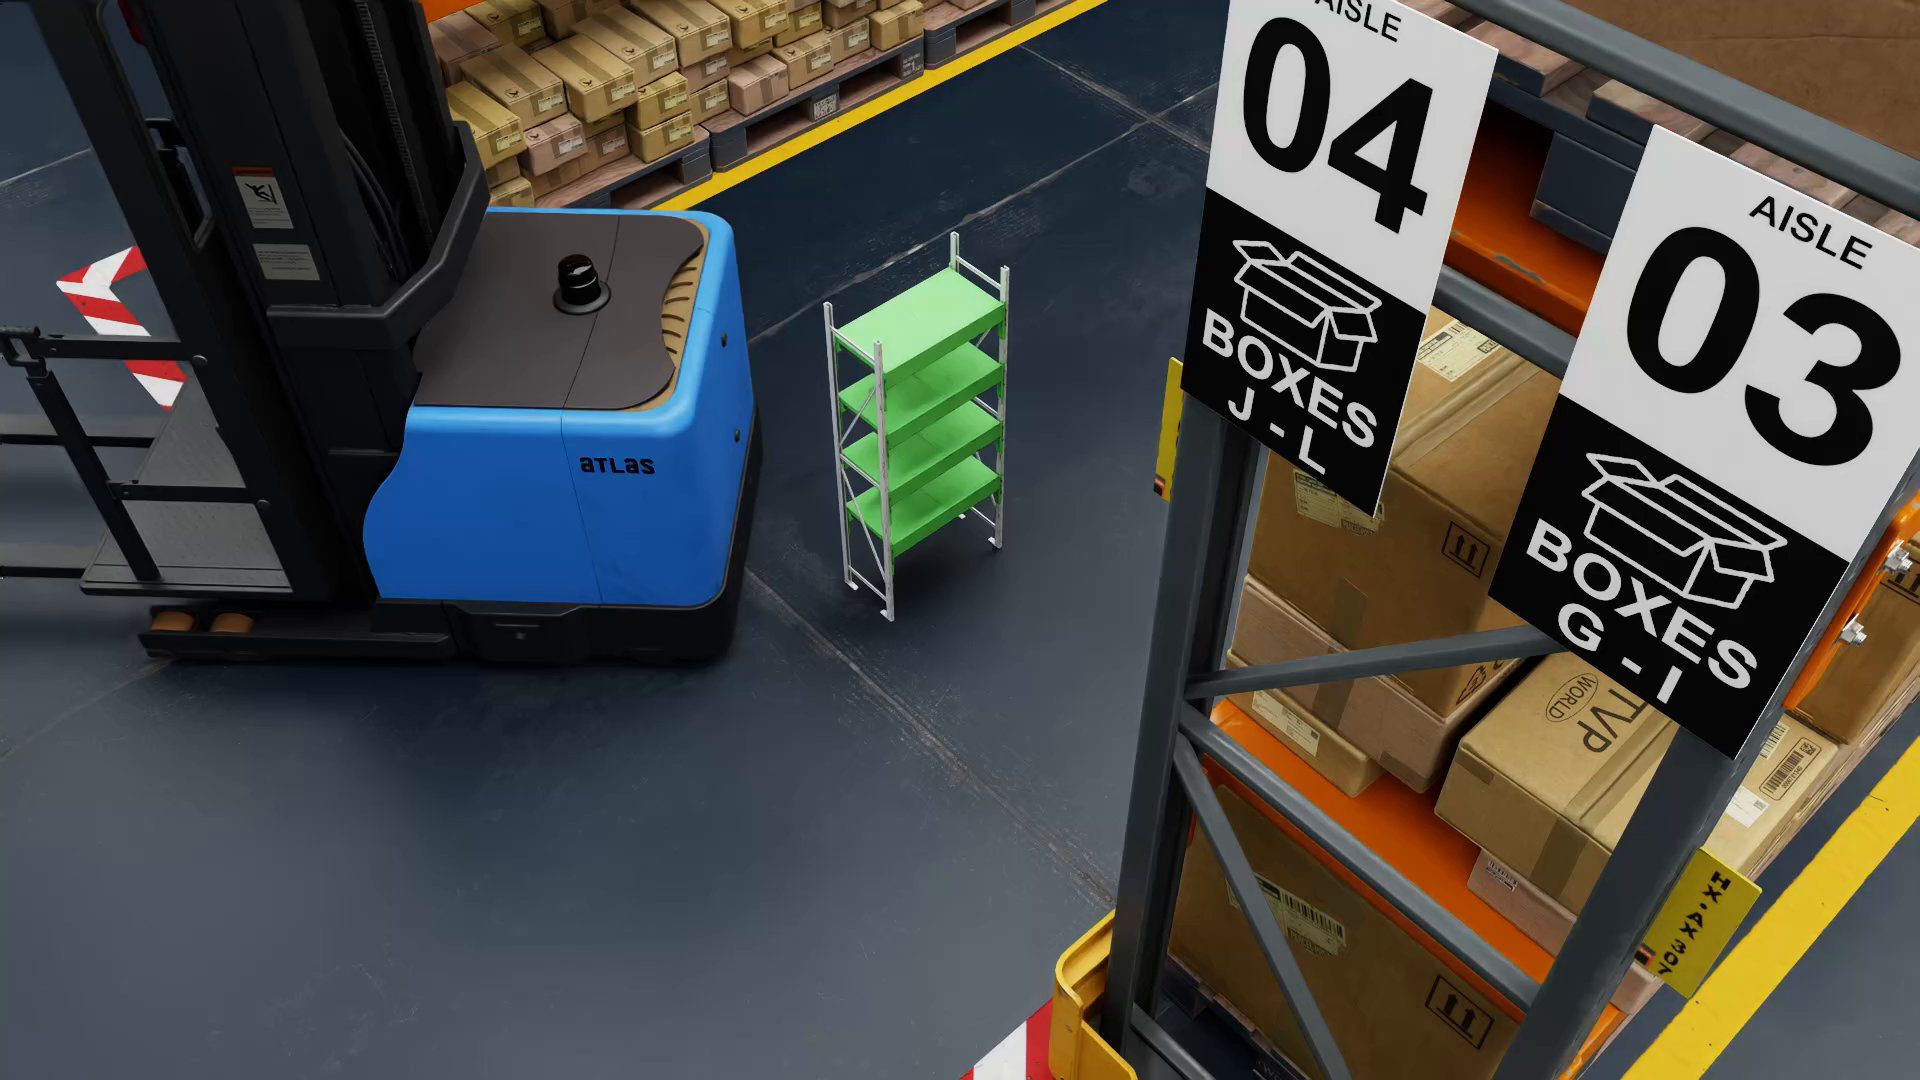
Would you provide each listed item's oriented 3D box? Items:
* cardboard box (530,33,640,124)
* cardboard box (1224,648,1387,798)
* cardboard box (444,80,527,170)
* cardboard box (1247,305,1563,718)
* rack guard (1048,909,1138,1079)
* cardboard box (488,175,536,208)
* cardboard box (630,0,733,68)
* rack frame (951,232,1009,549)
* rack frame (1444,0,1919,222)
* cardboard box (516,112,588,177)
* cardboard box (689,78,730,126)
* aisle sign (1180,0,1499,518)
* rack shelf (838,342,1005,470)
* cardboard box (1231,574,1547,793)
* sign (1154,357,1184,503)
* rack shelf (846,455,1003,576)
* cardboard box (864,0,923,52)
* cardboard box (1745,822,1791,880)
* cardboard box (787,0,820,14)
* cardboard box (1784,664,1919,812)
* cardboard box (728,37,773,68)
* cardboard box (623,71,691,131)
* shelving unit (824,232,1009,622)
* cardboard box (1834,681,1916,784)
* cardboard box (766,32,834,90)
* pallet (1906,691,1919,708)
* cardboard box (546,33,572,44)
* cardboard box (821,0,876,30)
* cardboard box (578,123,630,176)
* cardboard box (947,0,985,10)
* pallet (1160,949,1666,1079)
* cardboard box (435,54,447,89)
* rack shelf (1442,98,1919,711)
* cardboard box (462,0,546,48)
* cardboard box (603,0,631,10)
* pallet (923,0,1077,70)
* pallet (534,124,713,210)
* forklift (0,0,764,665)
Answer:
[{"bbox_3d":[-1.504,-1.854,6.669,0.250,0.149,0.380,-34,56,-27],"label":"cardboard box"},{"bbox_3d":[0.788,0.331,3.574,0.250,0.149,0.380,-33,55,-27],"label":"cardboard box"},{"bbox_3d":[-1.899,-1.598,6.432,0.250,0.149,0.380,-36,57,-29],"label":"cardboard box"},{"bbox_3d":[0.930,-0.087,3.179,0.500,0.500,0.500,-33,55,-27],"label":"cardboard box"},{"bbox_3d":[0.729,1.461,4.062,0.348,0.500,1.175,-34,56,-27],"label":"rack guard"},{"bbox_3d":[-1.913,-1.407,6.661,0.250,0.149,0.380,-33,55,-26],"label":"cardboard box"},{"bbox_3d":[-1.164,-2.154,6.946,0.250,0.149,0.380,-32,55,-26],"label":"cardboard box"},{"bbox_3d":[0.058,-0.446,5.345,0.015,1.200,0.240,-34,56,-27],"label":"rack frame"},{"bbox_3d":[0.746,-1.433,0.950,0.127,3.000,1.000,-34,56,-27],"label":"rack frame"},{"bbox_3d":[-1.715,-1.647,6.680,0.250,0.149,0.380,-34,56,-27],"label":"cardboard box"},{"bbox_3d":[-1.207,-1.952,7.164,0.250,0.149,0.380,-34,56,-27],"label":"cardboard box"},{"bbox_3d":[0.491,-0.408,2.317,0.004,0.787,0.394,-34,56,-27],"label":"aisle sign"},{"bbox_3d":[-0.122,-0.444,5.104,0.480,0.148,0.258,-34,56,-27],"label":"rack shelf"},{"bbox_3d":[0.926,0.167,3.454,0.500,0.250,0.500,-35,56,-28],"label":"cardboard box"},{"bbox_3d":[0.392,-0.174,2.920,0.005,0.325,0.100,-34,56,-27],"label":"sign"},{"bbox_3d":[-0.122,-0.119,5.457,0.480,0.148,0.258,-34,56,-27],"label":"rack shelf"},{"bbox_3d":[-0.383,-2.408,7.585,0.250,0.149,0.380,-34,56,-27],"label":"cardboard box"},{"bbox_3d":[1.420,0.563,3.361,0.250,0.149,0.380,-35,56,-28],"label":"cardboard box"},{"bbox_3d":[-0.817,-2.435,7.205,0.250,0.149,0.380,-34,56,-27],"label":"cardboard box"},{"bbox_3d":[1.663,0.200,3.424,0.500,0.250,0.500,-34,56,-28],"label":"cardboard box"},{"bbox_3d":[-1.025,-2.223,7.212,0.250,0.149,0.380,-31,54,-25],"label":"cardboard box"},{"bbox_3d":[-1.330,-1.884,6.899,0.250,0.149,0.380,-32,55,-26],"label":"cardboard box"},{"bbox_3d":[-0.122,-0.325,5.234,0.503,1.200,0.258,-34,56,-27],"label":"shelving unit"},{"bbox_3d":[1.801,0.306,3.597,0.250,0.149,0.380,-35,56,-28],"label":"cardboard box"},{"bbox_3d":[-0.777,-2.179,7.373,0.250,0.149,0.380,-34,56,-27],"label":"cardboard box"},{"bbox_3d":[3.091,-0.097,5.696,1.213,0.211,1.003,-34,56,-27],"label":"pallet"},{"bbox_3d":[-1.666,-2.173,7.166,0.250,0.149,0.380,-34,56,-28],"label":"cardboard box"},{"bbox_3d":[-0.592,-2.460,7.431,0.380,0.149,0.250,36,57,29],"label":"cardboard box"},{"bbox_3d":[-1.595,-1.707,6.938,0.250,0.149,0.380,-33,55,-27],"label":"cardboard box"},{"bbox_3d":[-0.018,-2.671,7.828,0.250,0.149,0.380,-36,57,-28],"label":"cardboard box"},{"bbox_3d":[1.285,1.109,4.583,1.213,0.211,1.003,-34,56,-27],"label":"pallet"},{"bbox_3d":[-2.294,-1.923,6.732,0.250,0.149,0.380,-33,55,-27],"label":"cardboard box"},{"bbox_3d":[2.226,-1.161,3.229,4.000,0.370,1.077,-34,56,-27],"label":"rack shelf"},{"bbox_3d":[-1.964,-2.213,7.000,0.250,0.149,0.380,-35,56,-28],"label":"cardboard box"},{"bbox_3d":[-1.568,-2.470,7.237,0.250,0.149,0.380,-32,55,-26],"label":"cardboard box"},{"bbox_3d":[-0.029,-2.827,8.215,1.213,0.211,1.003,-34,56,-27],"label":"pallet"},{"bbox_3d":[-1.835,-1.620,7.101,1.213,0.211,1.003,-34,56,-27],"label":"pallet"},{"bbox_3d":[-2.231,-0.991,4.670,3.031,2.935,1.130,2,47,1],"label":"forklift"}]
